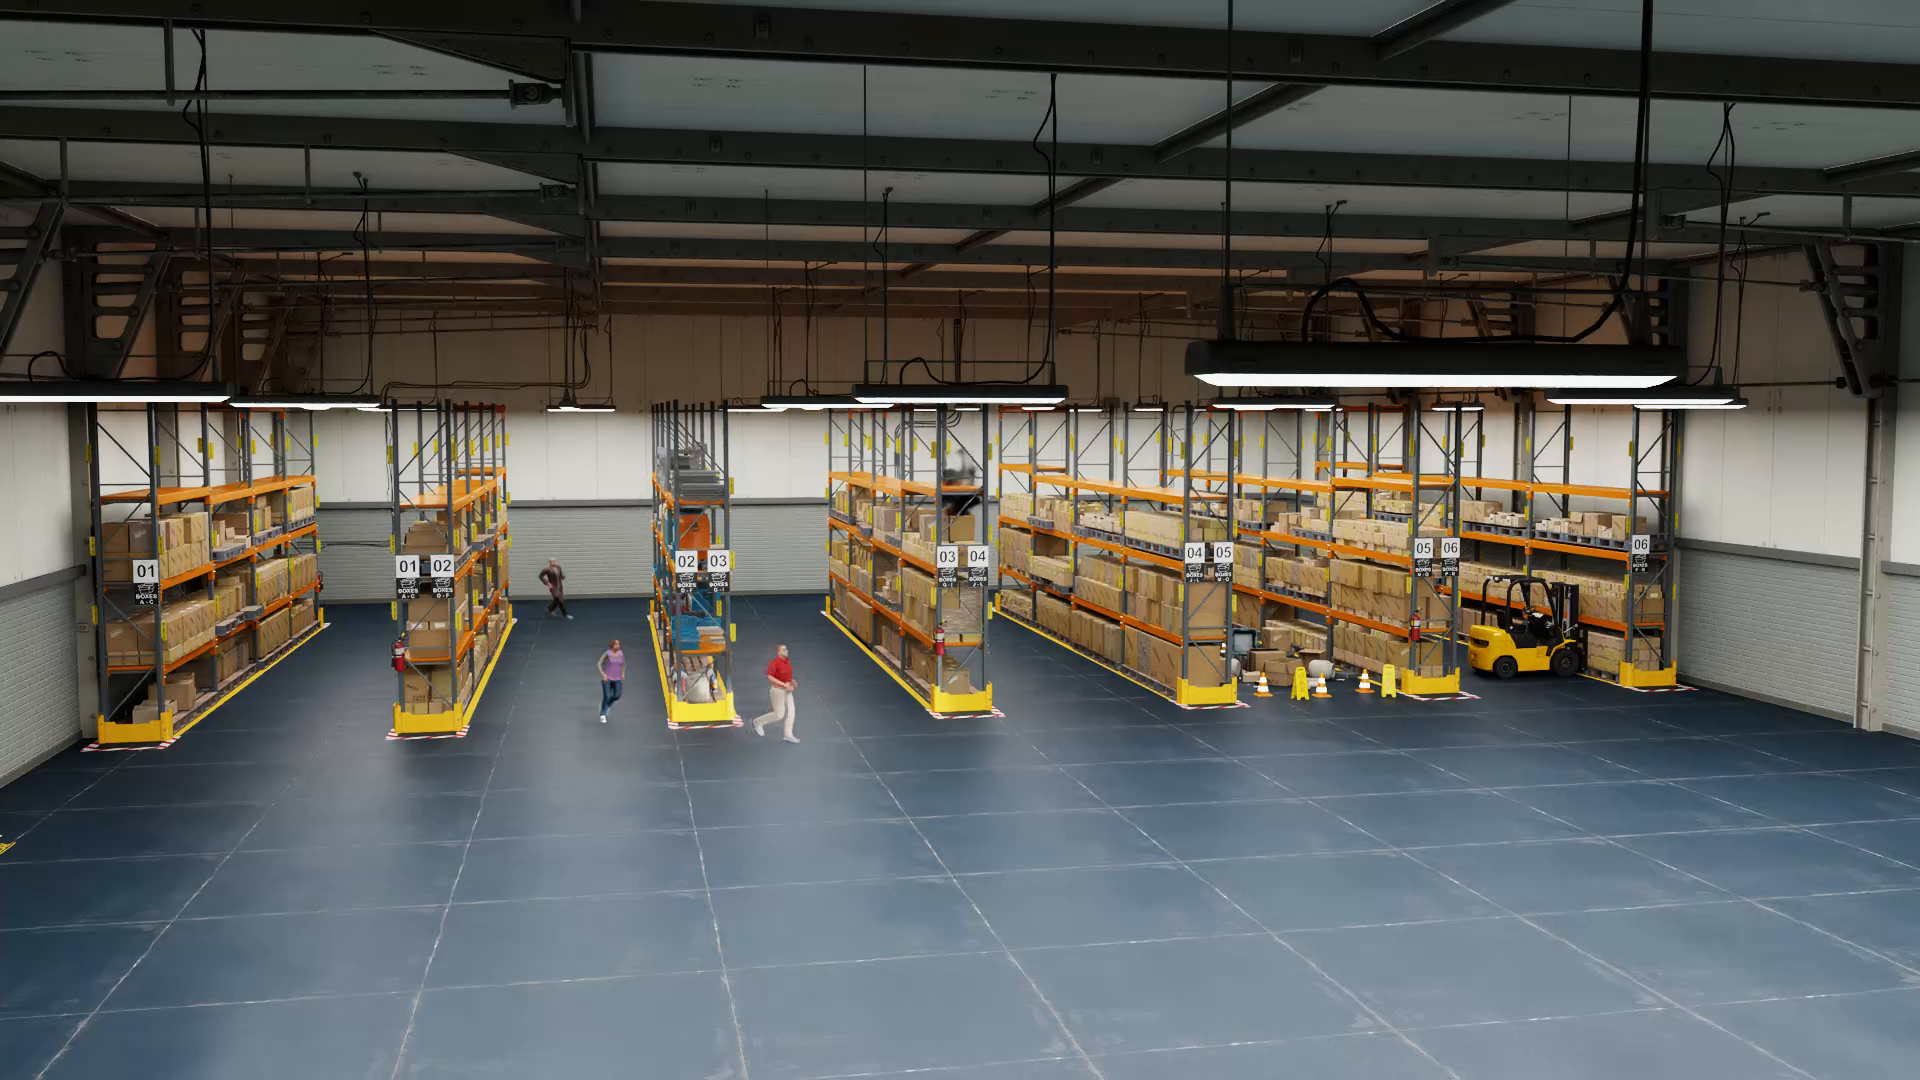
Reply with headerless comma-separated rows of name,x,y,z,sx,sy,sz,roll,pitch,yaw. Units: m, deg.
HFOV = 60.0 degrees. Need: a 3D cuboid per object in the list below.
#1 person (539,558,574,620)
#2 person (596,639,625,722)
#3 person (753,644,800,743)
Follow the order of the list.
person,-11.326,1.356,46.319,1.009,1.757,0.716,2,5,28
person,-6.506,2.618,31.146,0.594,1.547,0.475,-3,5,-32
person,-3.185,2.686,29.209,0.834,1.726,0.670,2,5,24
